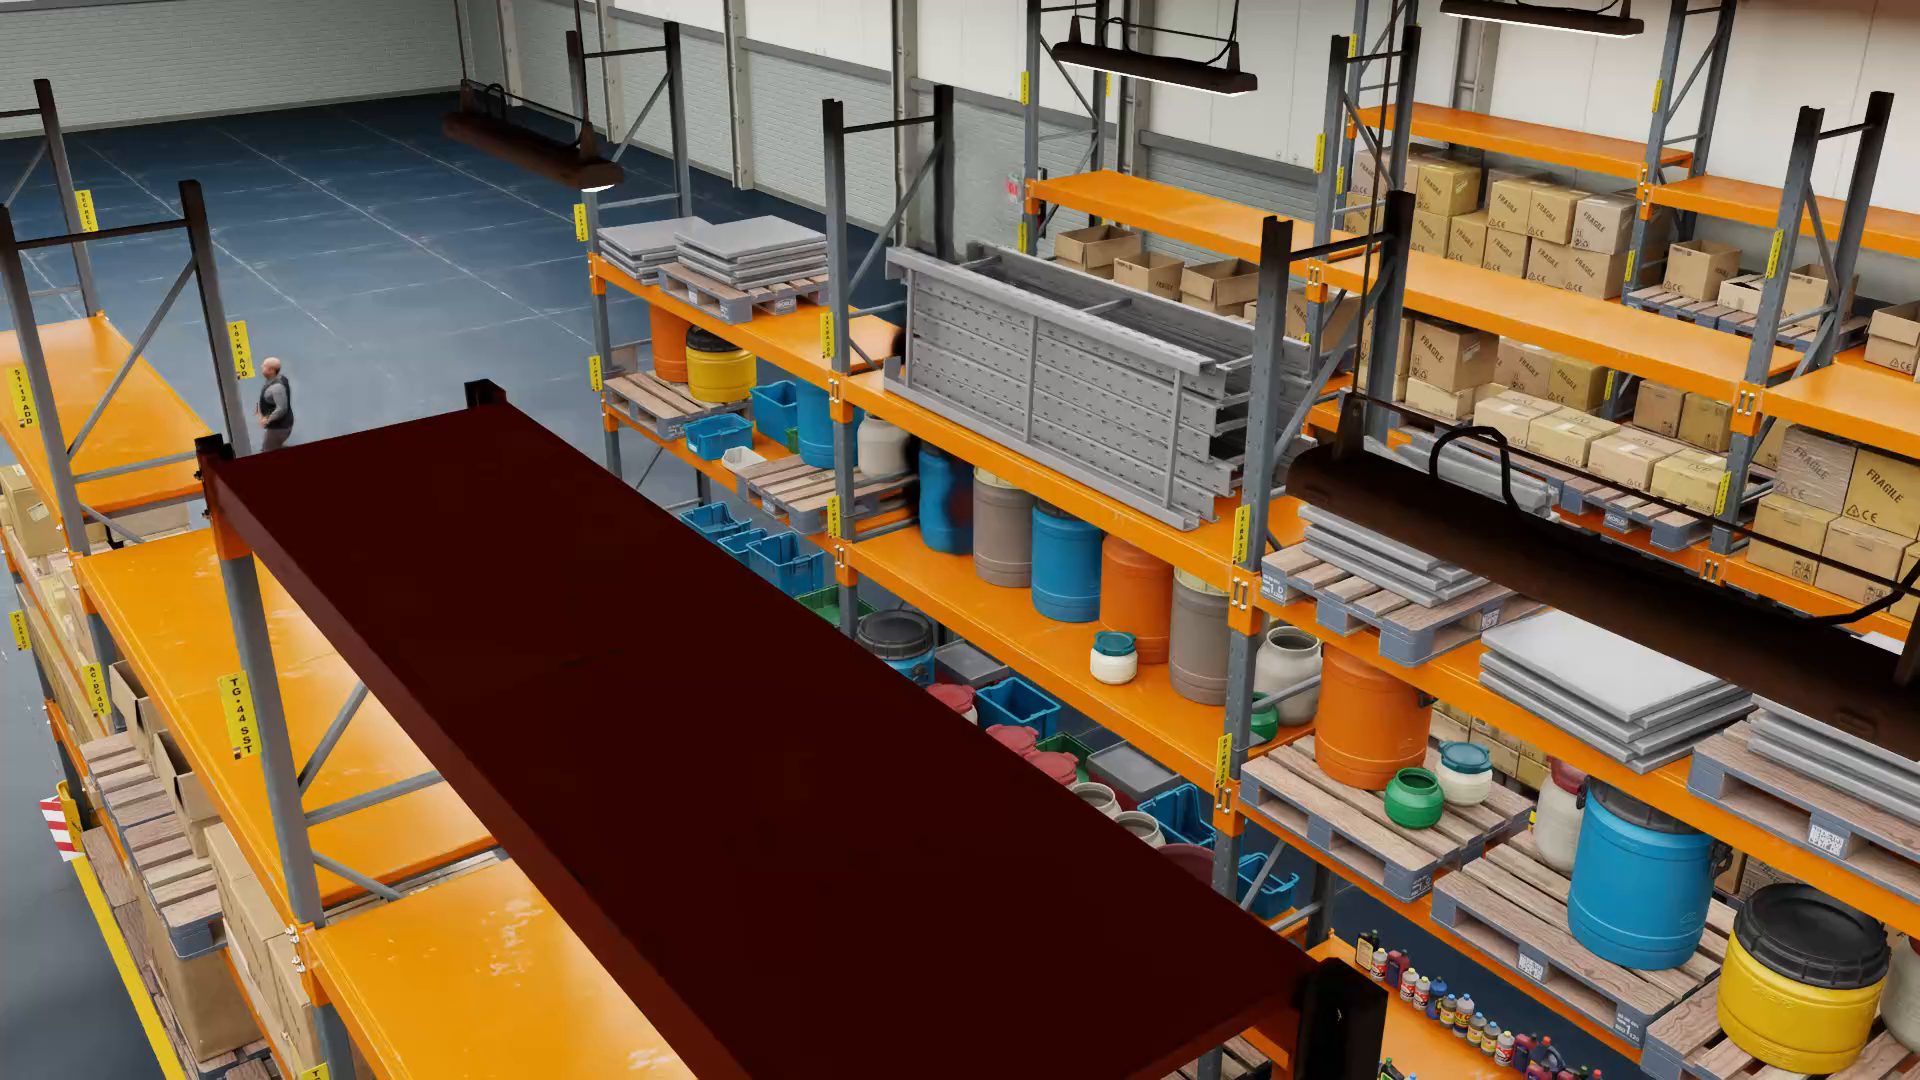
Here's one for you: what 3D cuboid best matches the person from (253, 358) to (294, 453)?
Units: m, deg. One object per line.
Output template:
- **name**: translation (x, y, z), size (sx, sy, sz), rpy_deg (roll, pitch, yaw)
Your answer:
- **person**: translation (-8.176, -1.389, 19.995), size (0.609, 1.672, 0.657), rpy_deg (-7, 26, -14)
